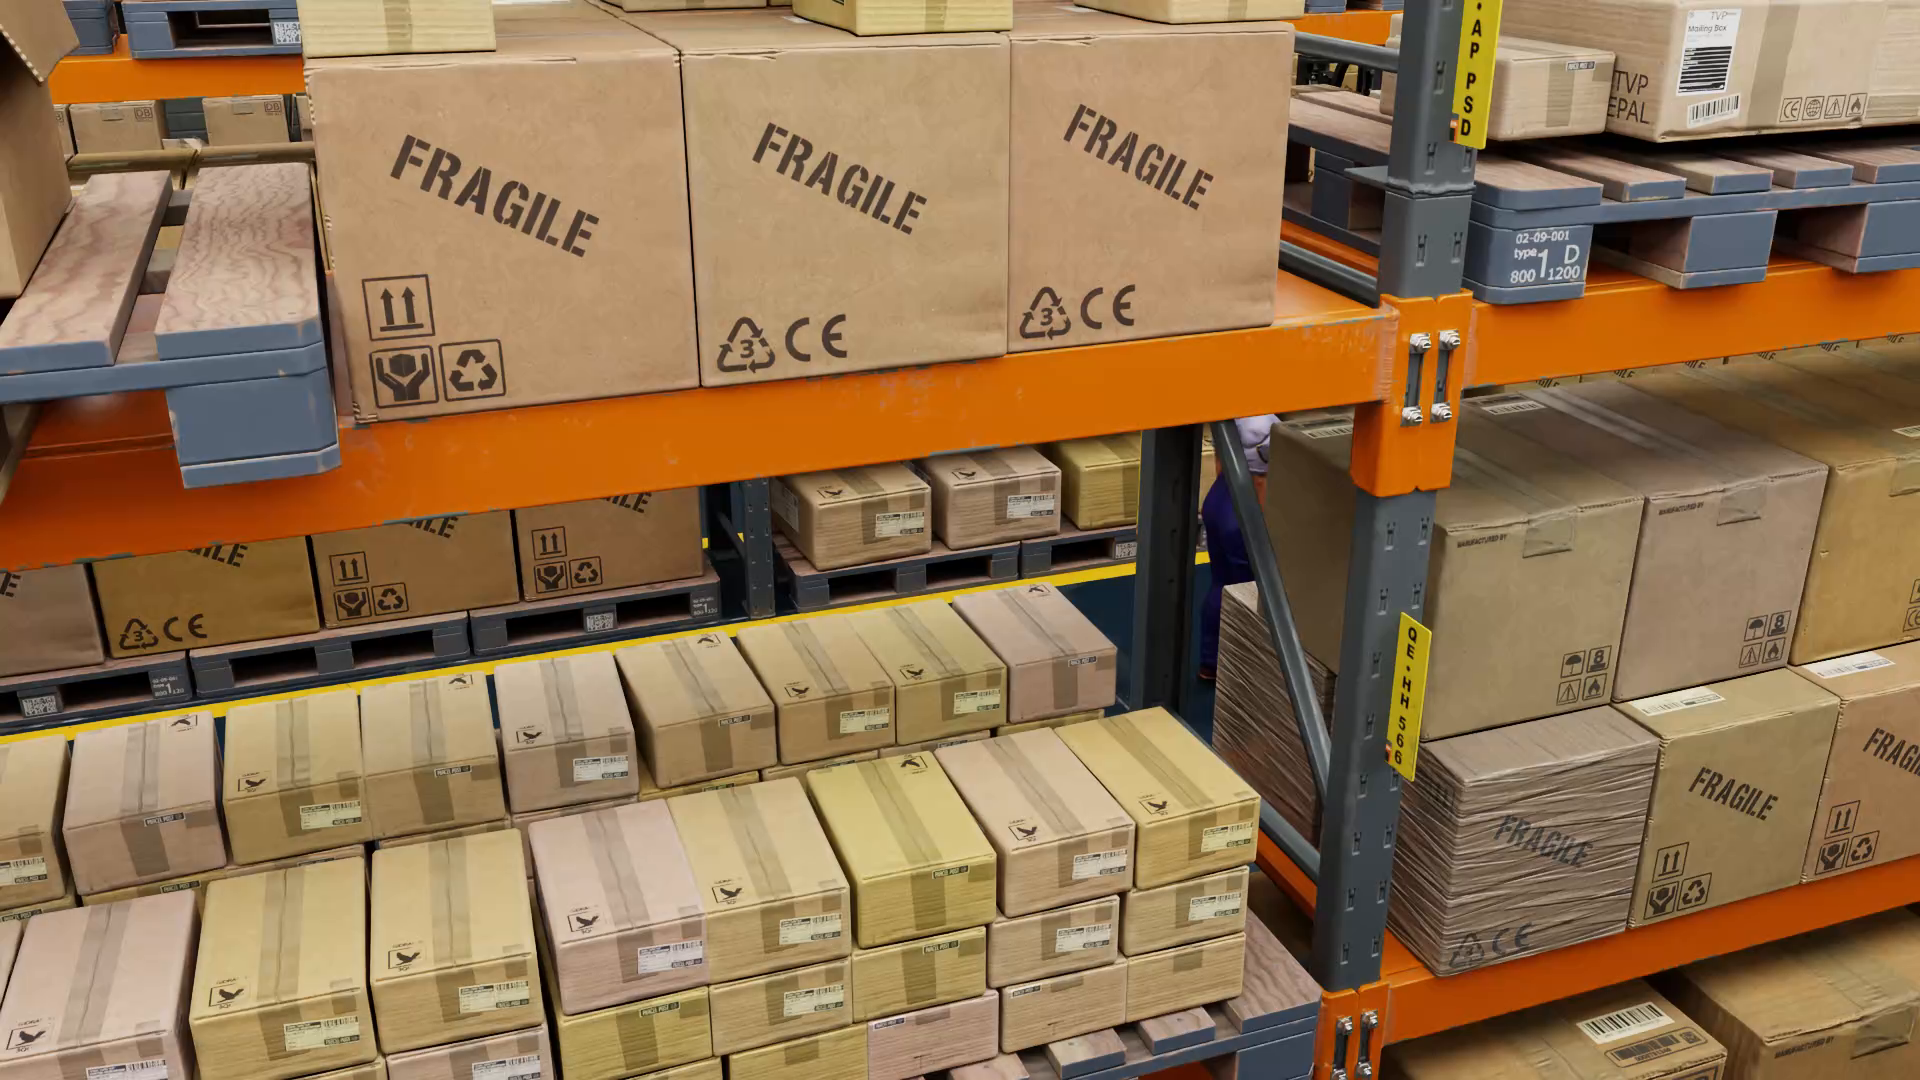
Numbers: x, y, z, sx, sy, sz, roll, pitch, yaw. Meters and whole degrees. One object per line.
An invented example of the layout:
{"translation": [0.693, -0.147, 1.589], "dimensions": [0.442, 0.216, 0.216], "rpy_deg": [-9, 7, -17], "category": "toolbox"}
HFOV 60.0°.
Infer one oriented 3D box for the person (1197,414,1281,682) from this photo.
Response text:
{"translation": [1.260, -0.081, 7.245], "dimensions": [0.366, 1.655, 0.478], "rpy_deg": [-6, 23, -13], "category": "person"}
